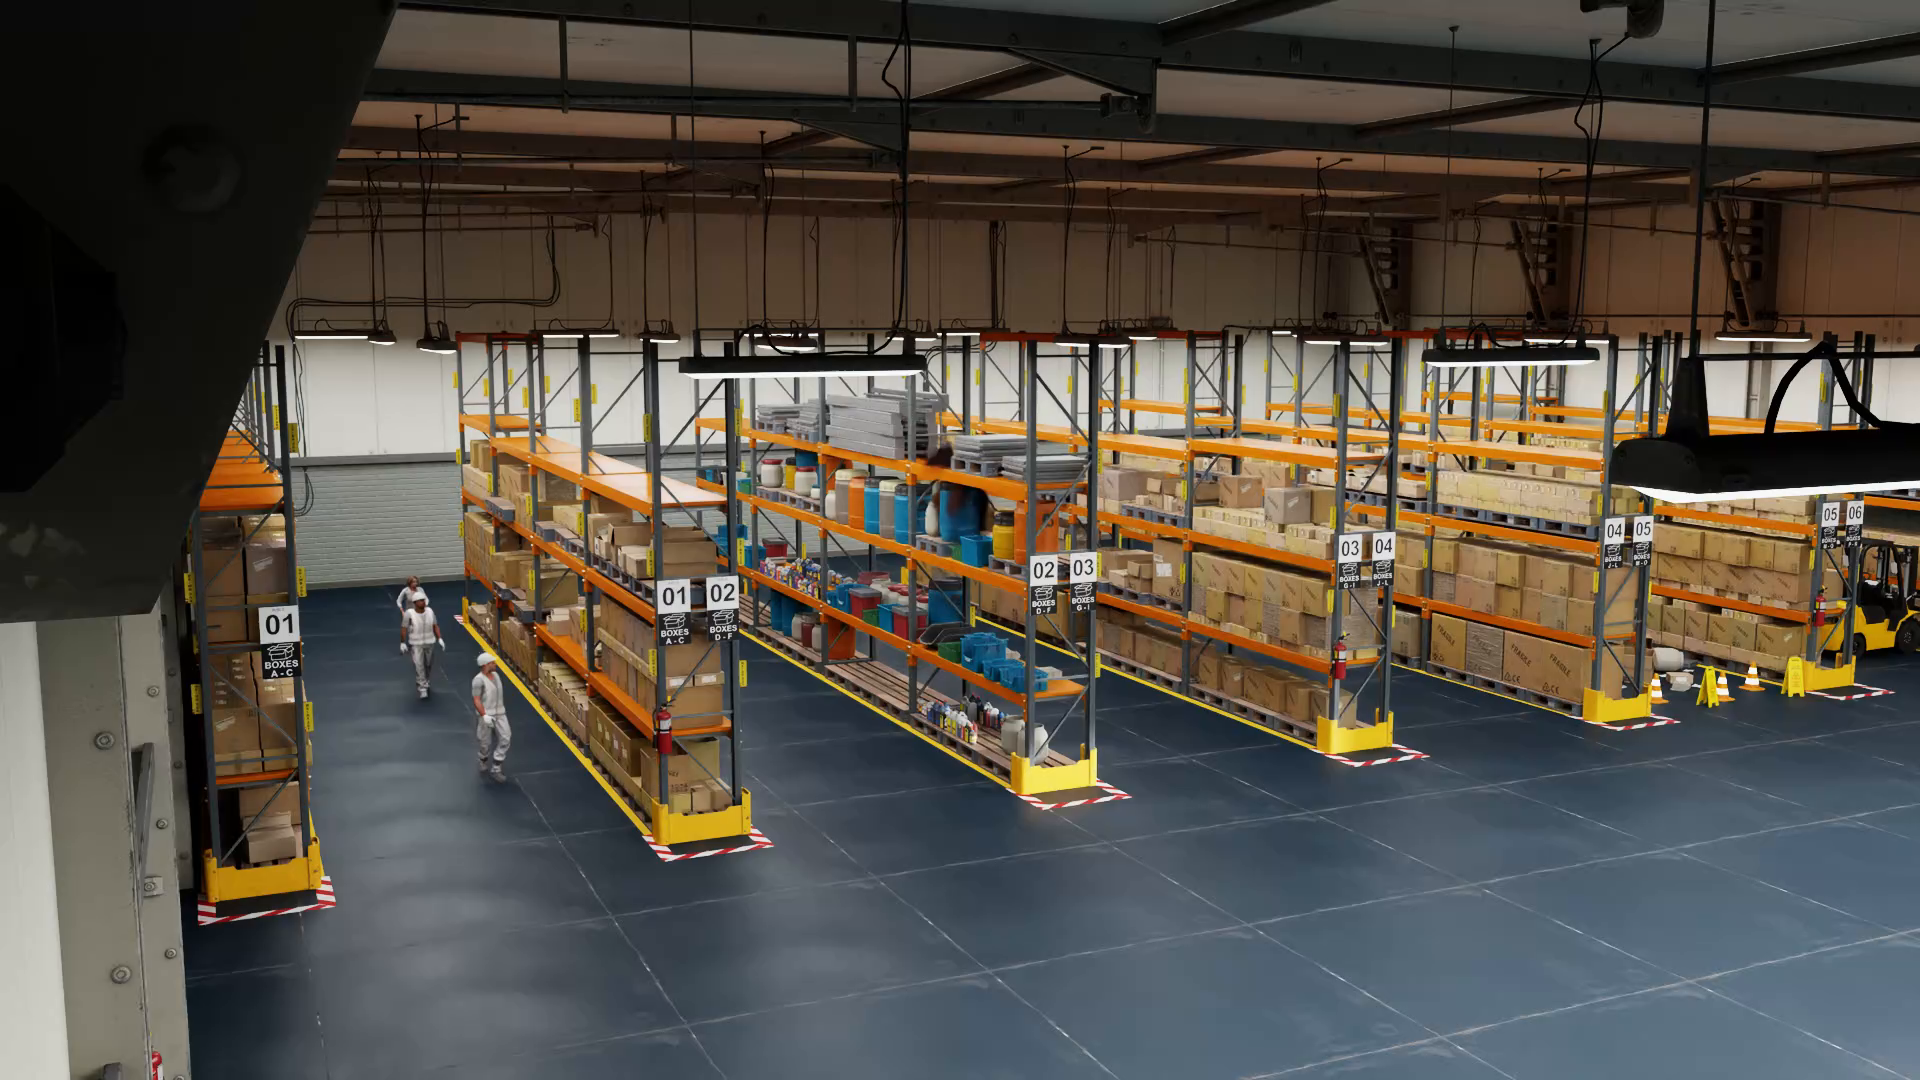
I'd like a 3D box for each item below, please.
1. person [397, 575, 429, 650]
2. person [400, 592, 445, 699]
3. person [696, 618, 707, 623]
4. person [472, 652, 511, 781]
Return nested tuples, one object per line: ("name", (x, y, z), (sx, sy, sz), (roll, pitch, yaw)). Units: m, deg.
("person", (-10.120, 1.429, 30.780), (0.566, 1.590, 0.648), (-3, 8, -18))
("person", (-8.979, 1.729, 27.766), (0.709, 1.738, 1.049), (-4, 9, -27))
("person", (-5.294, 0.950, 33.605), (0.599, 1.728, 0.977), (0, 8, -1))
("person", (-6.421, 2.404, 22.819), (0.672, 1.752, 0.638), (6, 10, 39))
